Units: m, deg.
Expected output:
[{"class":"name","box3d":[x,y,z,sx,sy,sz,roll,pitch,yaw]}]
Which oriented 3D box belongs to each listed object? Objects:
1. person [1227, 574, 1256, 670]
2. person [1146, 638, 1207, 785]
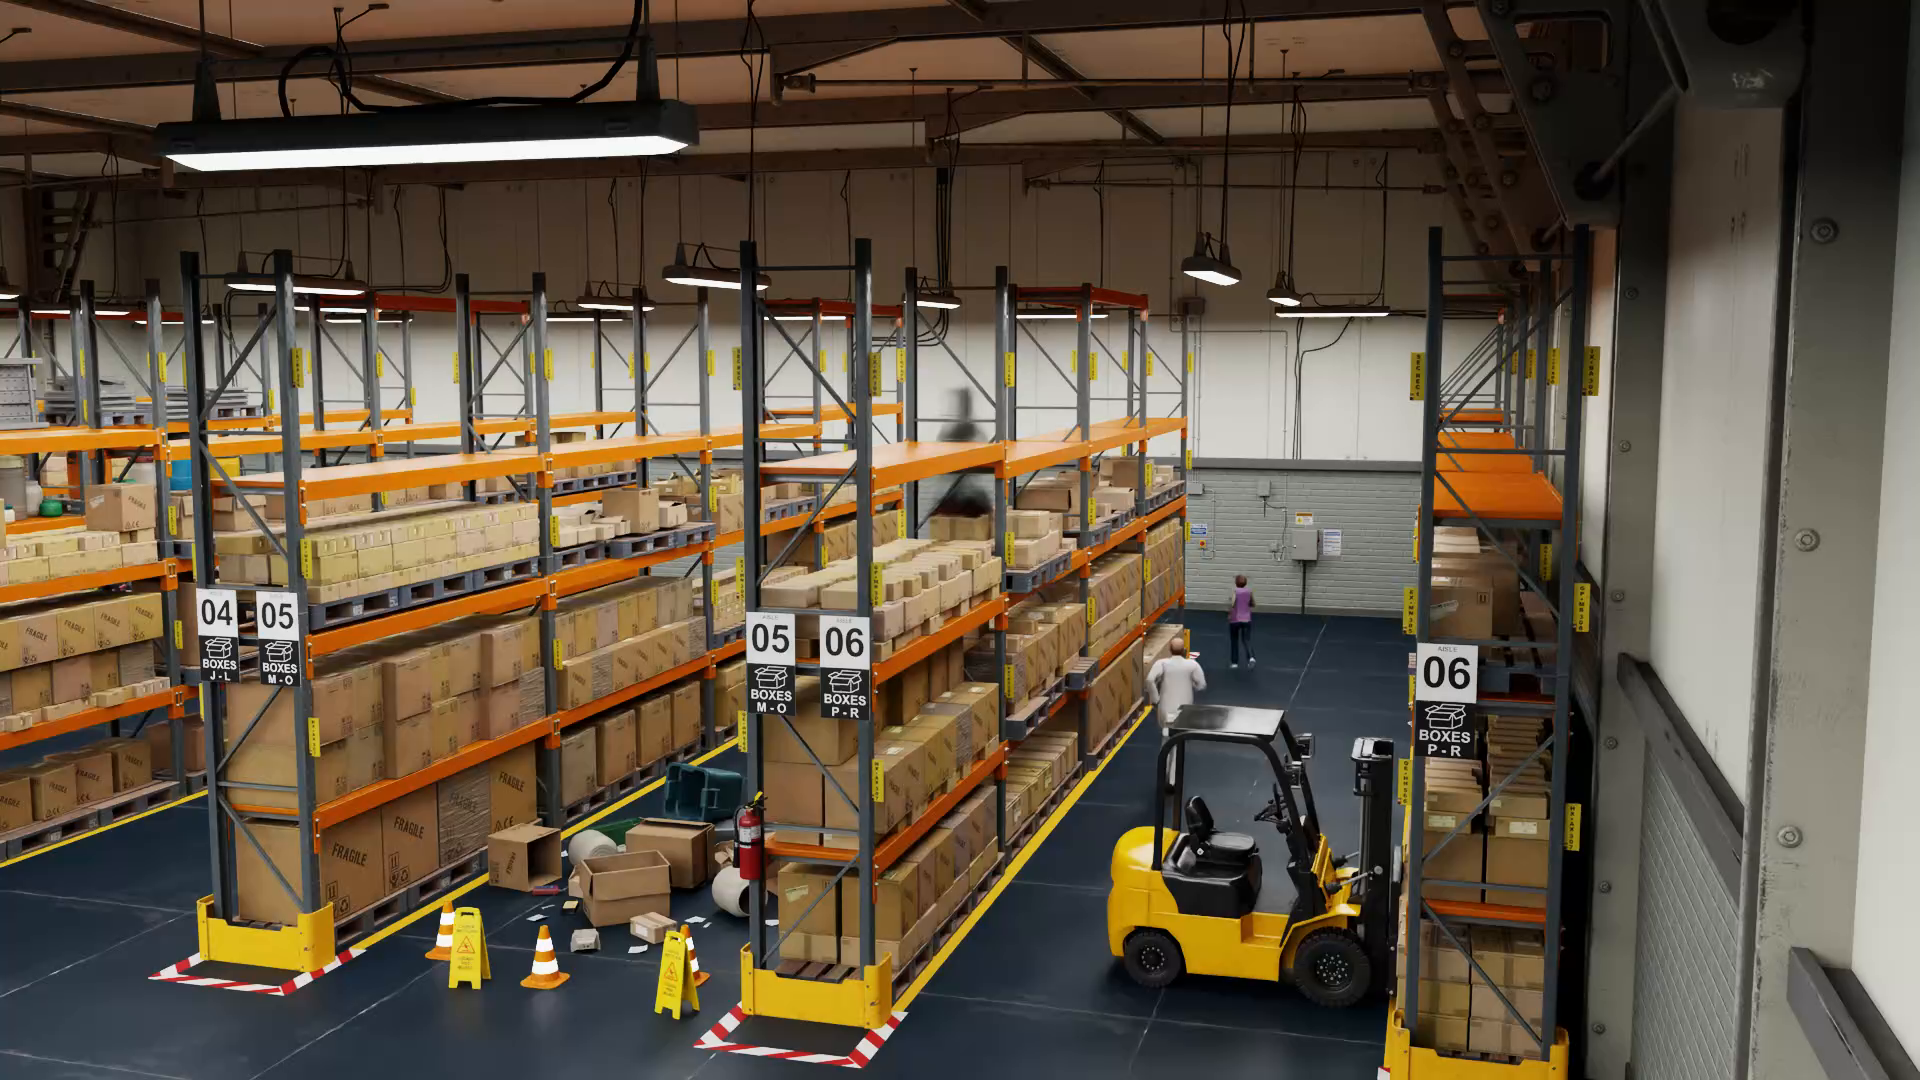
[{"class":"person","box3d":[4.559,1.340,26.931,0.537,1.586,0.881,-1,7,-11]},{"class":"person","box3d":[2.599,2.077,19.909,0.686,1.833,0.820,2,7,15]}]
